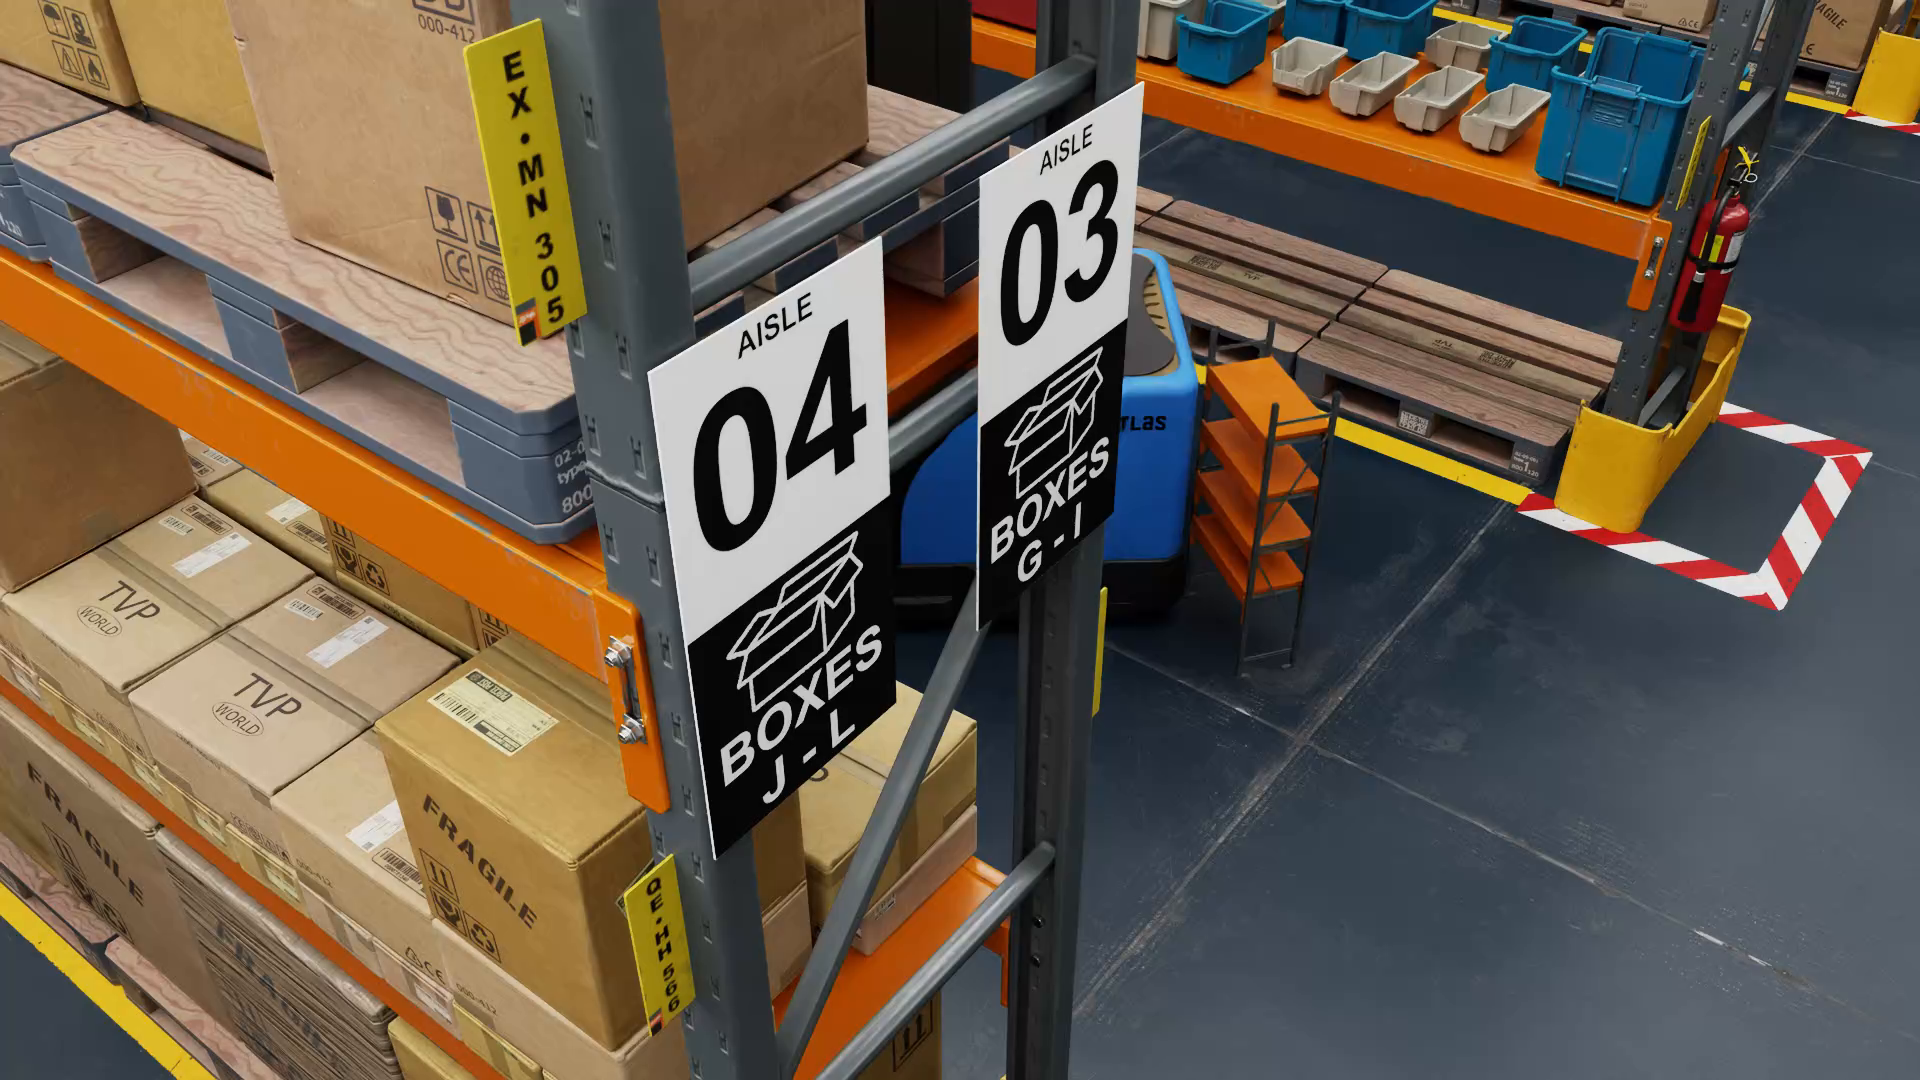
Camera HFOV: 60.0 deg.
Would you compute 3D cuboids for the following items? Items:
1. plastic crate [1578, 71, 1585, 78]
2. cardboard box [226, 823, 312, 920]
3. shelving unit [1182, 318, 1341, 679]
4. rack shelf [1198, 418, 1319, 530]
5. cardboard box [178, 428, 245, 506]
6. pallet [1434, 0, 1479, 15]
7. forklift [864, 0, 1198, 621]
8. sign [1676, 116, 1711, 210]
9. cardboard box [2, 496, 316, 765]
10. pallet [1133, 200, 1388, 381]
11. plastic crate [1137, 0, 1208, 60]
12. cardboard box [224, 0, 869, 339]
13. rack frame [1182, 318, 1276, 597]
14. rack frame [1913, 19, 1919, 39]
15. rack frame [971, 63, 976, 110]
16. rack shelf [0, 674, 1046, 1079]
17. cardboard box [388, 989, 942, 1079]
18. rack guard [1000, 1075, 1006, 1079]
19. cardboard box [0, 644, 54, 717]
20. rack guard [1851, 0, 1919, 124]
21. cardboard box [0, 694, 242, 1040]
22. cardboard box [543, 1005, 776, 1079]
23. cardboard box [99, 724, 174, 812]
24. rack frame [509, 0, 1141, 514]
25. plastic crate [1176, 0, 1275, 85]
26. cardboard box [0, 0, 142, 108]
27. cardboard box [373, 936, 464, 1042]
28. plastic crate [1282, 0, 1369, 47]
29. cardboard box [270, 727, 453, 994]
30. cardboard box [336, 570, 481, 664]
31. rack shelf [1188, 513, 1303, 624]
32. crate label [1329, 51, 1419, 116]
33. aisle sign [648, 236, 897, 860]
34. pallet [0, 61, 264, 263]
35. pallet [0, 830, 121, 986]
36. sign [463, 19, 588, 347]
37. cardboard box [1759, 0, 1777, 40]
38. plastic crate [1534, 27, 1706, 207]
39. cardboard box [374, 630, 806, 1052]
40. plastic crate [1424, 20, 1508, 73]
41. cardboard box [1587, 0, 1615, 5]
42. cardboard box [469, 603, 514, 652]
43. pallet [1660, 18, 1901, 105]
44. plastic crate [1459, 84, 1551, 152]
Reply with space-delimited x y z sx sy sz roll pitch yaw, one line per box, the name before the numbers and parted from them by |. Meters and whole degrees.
plastic crate | 2.716 -1.877 6.879 0.298 0.136 0.250 25 45 29
cardboard box | -1.387 0.628 3.719 0.250 0.149 0.380 24 44 28
shelving unit | 1.054 -0.131 5.945 0.258 1.200 0.503 -11 39 -13
rack shelf | 1.054 -0.255 5.848 0.258 0.148 0.480 -11 39 -13
cardboard box | -1.941 -0.253 4.520 0.500 0.250 0.500 26 45 29
pallet | 3.297 -4.109 11.827 1.213 0.211 1.003 25 45 29
forklift | -0.685 -1.127 5.812 3.031 2.935 1.130 -1 38 -1
sign | 2.595 -1.331 5.885 0.005 0.325 0.100 25 45 29
cardboard box | -1.862 0.199 3.943 0.500 0.250 0.500 25 45 29
pallet | 1.320 -1.230 8.149 1.213 0.211 1.003 25 45 29
plastic crate | 0.841 -2.356 7.373 0.530 0.282 0.437 25 45 29
cardboard box | -0.538 -0.711 2.289 0.500 0.500 0.700 23 43 26
rack frame | 0.983 -0.275 6.128 0.240 1.200 0.015 -11 39 -13
rack frame | 5.929 -3.967 9.383 0.127 3.000 1.000 25 45 29
rack frame | -0.260 -3.041 8.200 0.127 3.000 1.000 25 45 29
rack shelf | -1.681 0.417 4.368 4.000 0.370 1.077 25 45 29
cardboard box | -0.649 1.353 3.971 0.875 0.875 0.875 25 45 29
rack guard | -0.073 1.876 3.948 0.348 0.500 1.175 25 45 29
cardboard box | -2.207 0.242 4.211 0.250 0.149 0.380 26 45 29
rack guard | 5.869 -3.011 10.190 0.348 0.500 1.175 25 45 29
cardboard box | -2.079 0.679 4.832 0.875 0.875 0.875 25 45 29
cardboard box | -0.575 1.009 3.231 0.250 0.149 0.380 26 45 29
cardboard box | -1.789 0.437 3.963 0.250 0.149 0.380 26 45 29
rack frame | -0.092 -1.479 1.340 0.127 3.000 1.000 25 45 29
plastic crate | 1.130 -2.144 7.142 0.300 0.233 0.416 25 45 29
cardboard box | -1.352 -1.151 2.850 0.500 0.500 0.700 22 43 26
cardboard box | -0.982 0.818 3.476 0.250 0.149 0.380 25 45 29
plastic crate | 1.636 -2.359 7.418 0.300 0.233 0.416 25 45 29
cardboard box | -1.041 0.583 3.453 0.500 0.250 0.500 24 44 28
cardboard box | -1.123 0.131 4.030 0.500 0.250 0.500 24 44 27
rack shelf | 1.054 0.078 6.108 0.258 0.148 0.480 -11 39 -13
crate label | 1.702 -1.887 6.892 0.243 0.136 0.396 25 45 29
aisle sign | -0.217 0.033 2.166 0.004 0.787 0.394 25 45 29
pallet | -1.661 -0.993 3.224 1.213 0.211 1.003 25 45 29
pallet | -2.713 0.806 5.550 1.213 0.211 1.003 25 45 29
sign | -0.433 -0.355 1.683 0.005 0.325 0.100 25 45 29
cardboard box | 5.081 -3.303 10.477 0.250 0.166 0.380 25 45 29
plastic crate | 2.537 -1.614 6.301 0.499 0.435 0.616 25 45 29
cardboard box | -0.639 0.476 2.981 0.500 0.500 0.500 26 45 29
plastic crate | 2.177 -2.131 7.204 0.298 0.136 0.250 25 45 29
cardboard box | 4.247 -3.954 11.035 0.637 0.503 0.797 25 45 29
cardboard box | -0.707 0.030 3.550 0.500 0.500 0.500 24 44 28
pallet | 5.235 -3.195 10.660 1.213 0.211 1.003 25 45 29
plastic crate | 2.159 -1.679 6.627 0.243 0.136 0.396 25 45 29
